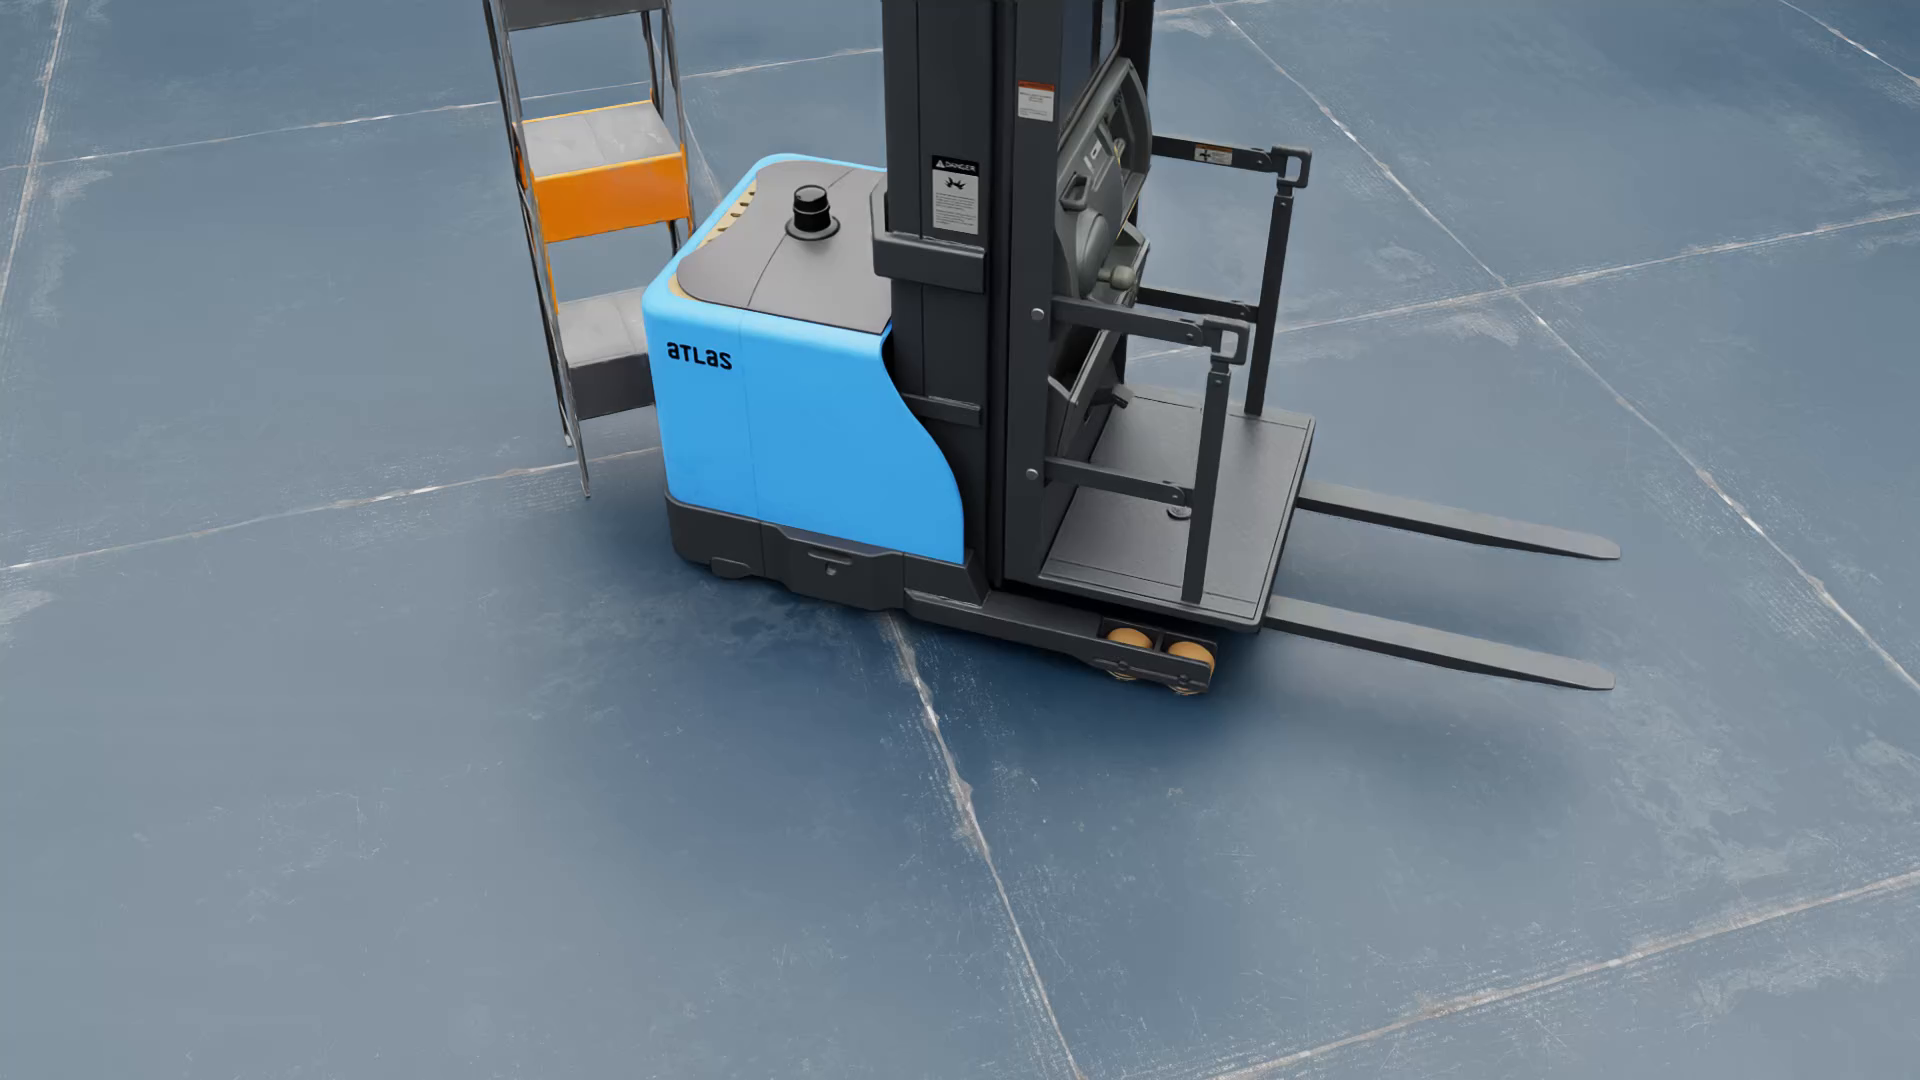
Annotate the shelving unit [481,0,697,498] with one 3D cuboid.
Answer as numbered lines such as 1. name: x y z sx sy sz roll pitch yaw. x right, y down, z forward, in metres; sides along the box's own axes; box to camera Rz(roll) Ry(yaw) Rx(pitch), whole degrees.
1. shelving unit: -1.162 -1.121 5.433 0.503 2.100 0.431 -14 43 -16

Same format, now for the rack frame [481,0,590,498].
1. rack frame: -1.389 -1.063 5.364 0.015 2.100 0.400 -14 43 -16

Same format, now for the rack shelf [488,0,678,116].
1. rack shelf: -1.157 -1.636 4.979 0.480 0.518 0.431 -14 43 -16

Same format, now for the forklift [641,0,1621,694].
1. forklift: 0.599 -1.017 4.687 3.031 2.935 1.130 12 43 14

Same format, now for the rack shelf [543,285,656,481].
1. rack shelf: -1.168 -0.585 5.904 0.480 0.518 0.431 -14 43 -16

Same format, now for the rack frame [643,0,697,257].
1. rack frame: -0.936 -1.179 5.501 0.015 2.100 0.400 -14 43 -16

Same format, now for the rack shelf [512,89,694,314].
1. rack shelf: -1.162 -1.110 5.442 0.480 0.518 0.431 -14 43 -16
